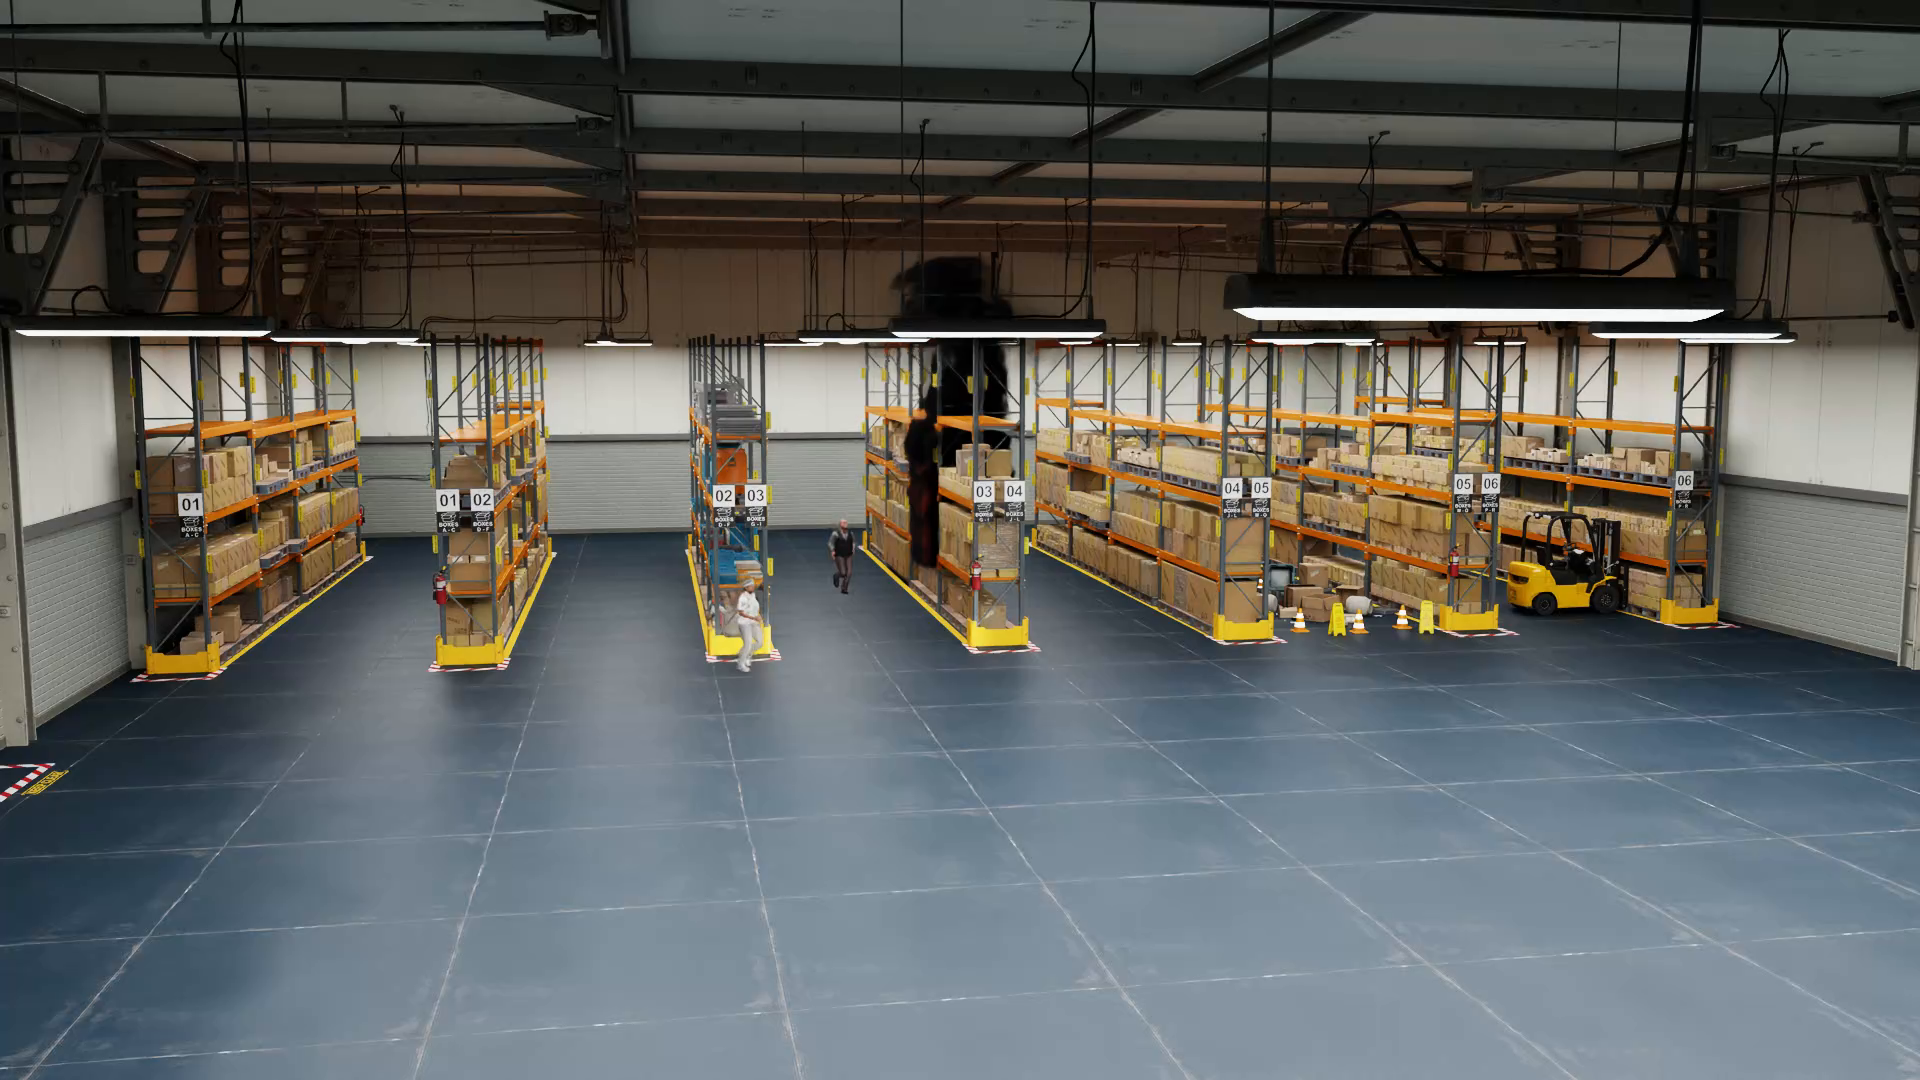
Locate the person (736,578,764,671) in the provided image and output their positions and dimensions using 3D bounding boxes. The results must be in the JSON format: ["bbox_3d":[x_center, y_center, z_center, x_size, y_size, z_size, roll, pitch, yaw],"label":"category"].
[{"bbox_3d":[-3.723,1.508,29.713,0.564,1.665,0.578,3,7,28],"label":"person"}]

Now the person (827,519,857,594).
[{"bbox_3d":[-2.589,0.368,36.980,0.662,1.681,0.581,-3,7,-24],"label":"person"}]

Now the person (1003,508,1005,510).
[{"bbox_3d":[1.422,-0.296,45.560,0.620,1.718,0.748,0,7,-3],"label":"person"}]
